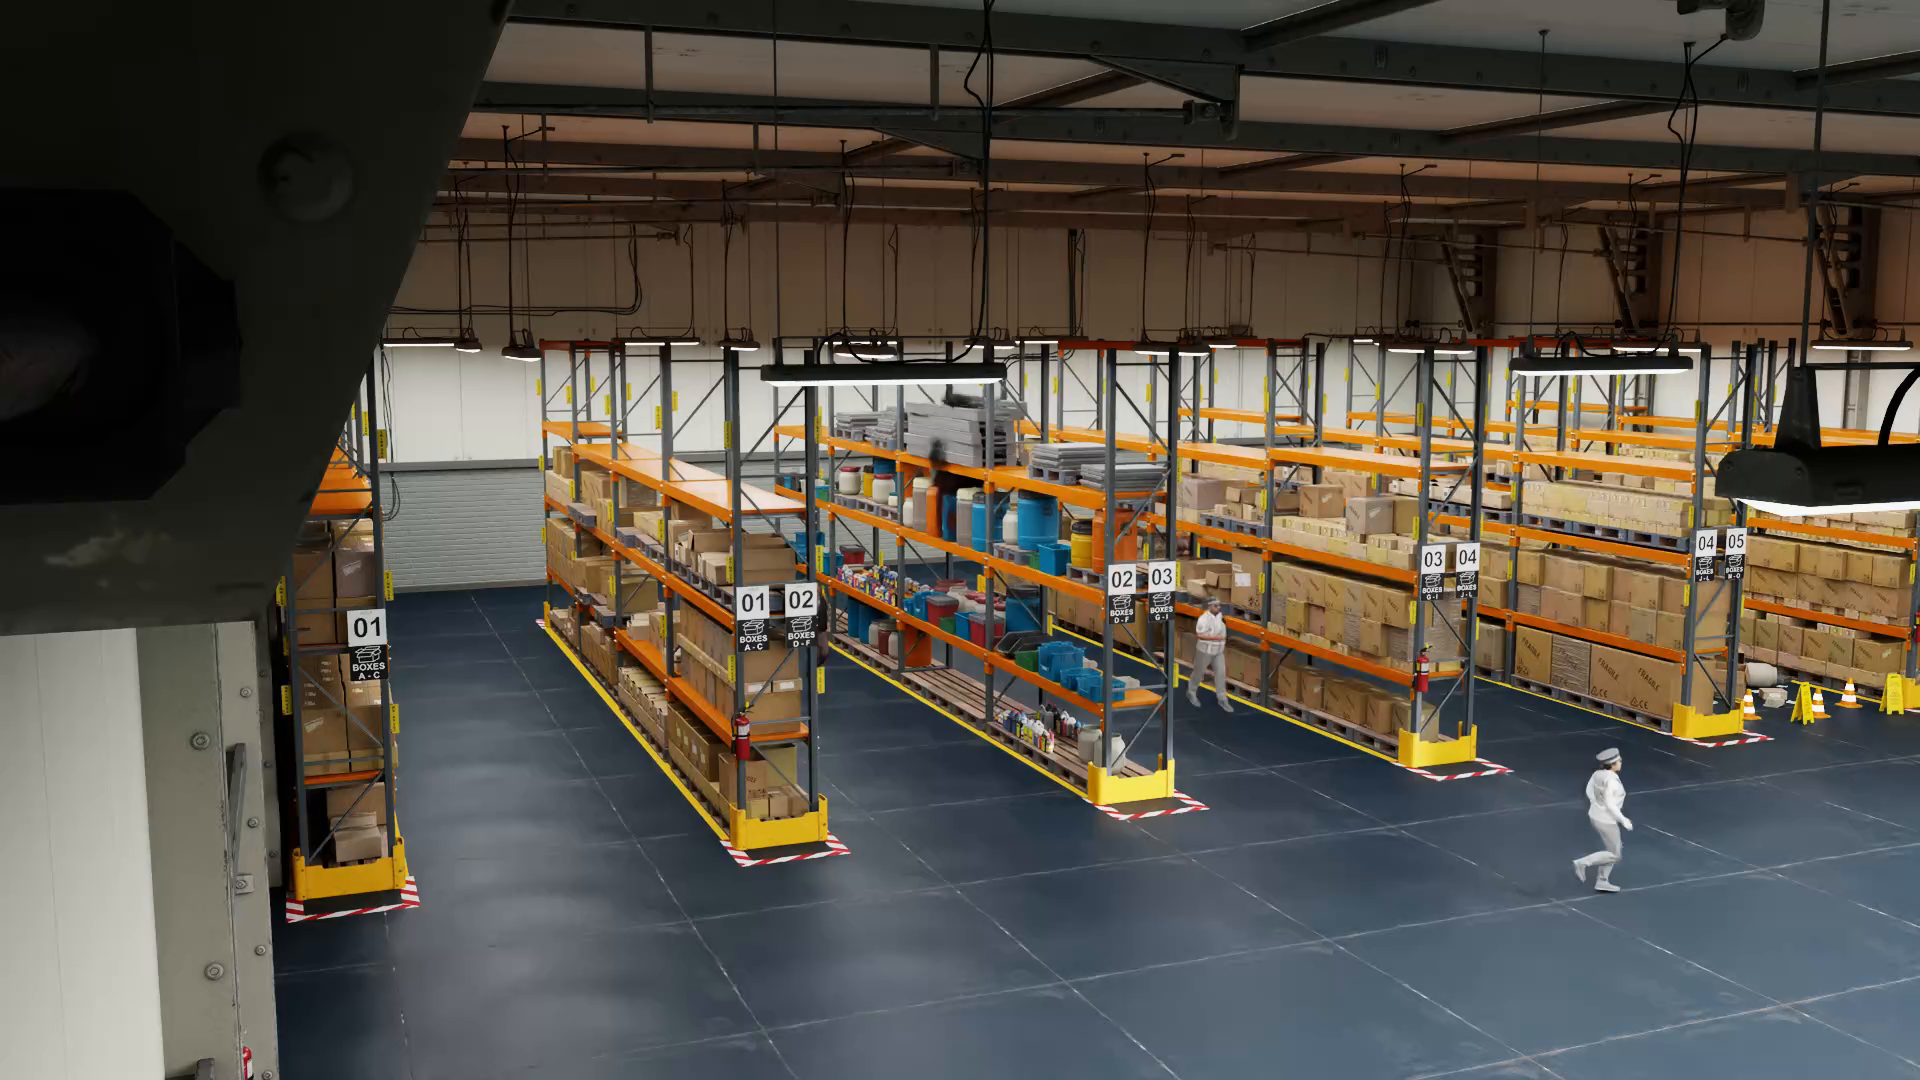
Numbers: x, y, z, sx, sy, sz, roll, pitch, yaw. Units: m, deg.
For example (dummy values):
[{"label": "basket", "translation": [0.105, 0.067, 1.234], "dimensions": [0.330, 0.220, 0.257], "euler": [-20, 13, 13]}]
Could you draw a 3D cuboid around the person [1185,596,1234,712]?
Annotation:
[{"label": "person", "translation": [3.928, 1.759, 26.133], "dimensions": [0.621, 1.804, 0.875], "euler": [-5, 9, -33]}]

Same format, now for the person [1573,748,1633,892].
[{"label": "person", "translation": [7.115, 3.123, 18.546], "dimensions": [0.593, 1.648, 0.603], "euler": [0, 7, -2]}]

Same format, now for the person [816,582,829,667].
[{"label": "person", "translation": [-2.402, 1.574, 28.086], "dimensions": [0.668, 1.733, 0.569], "euler": [-5, 9, -32]}]

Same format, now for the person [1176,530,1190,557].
[{"label": "person", "translation": [5.019, 0.588, 37.444], "dimensions": [0.733, 1.834, 0.984], "euler": [-2, 8, -18]}]
